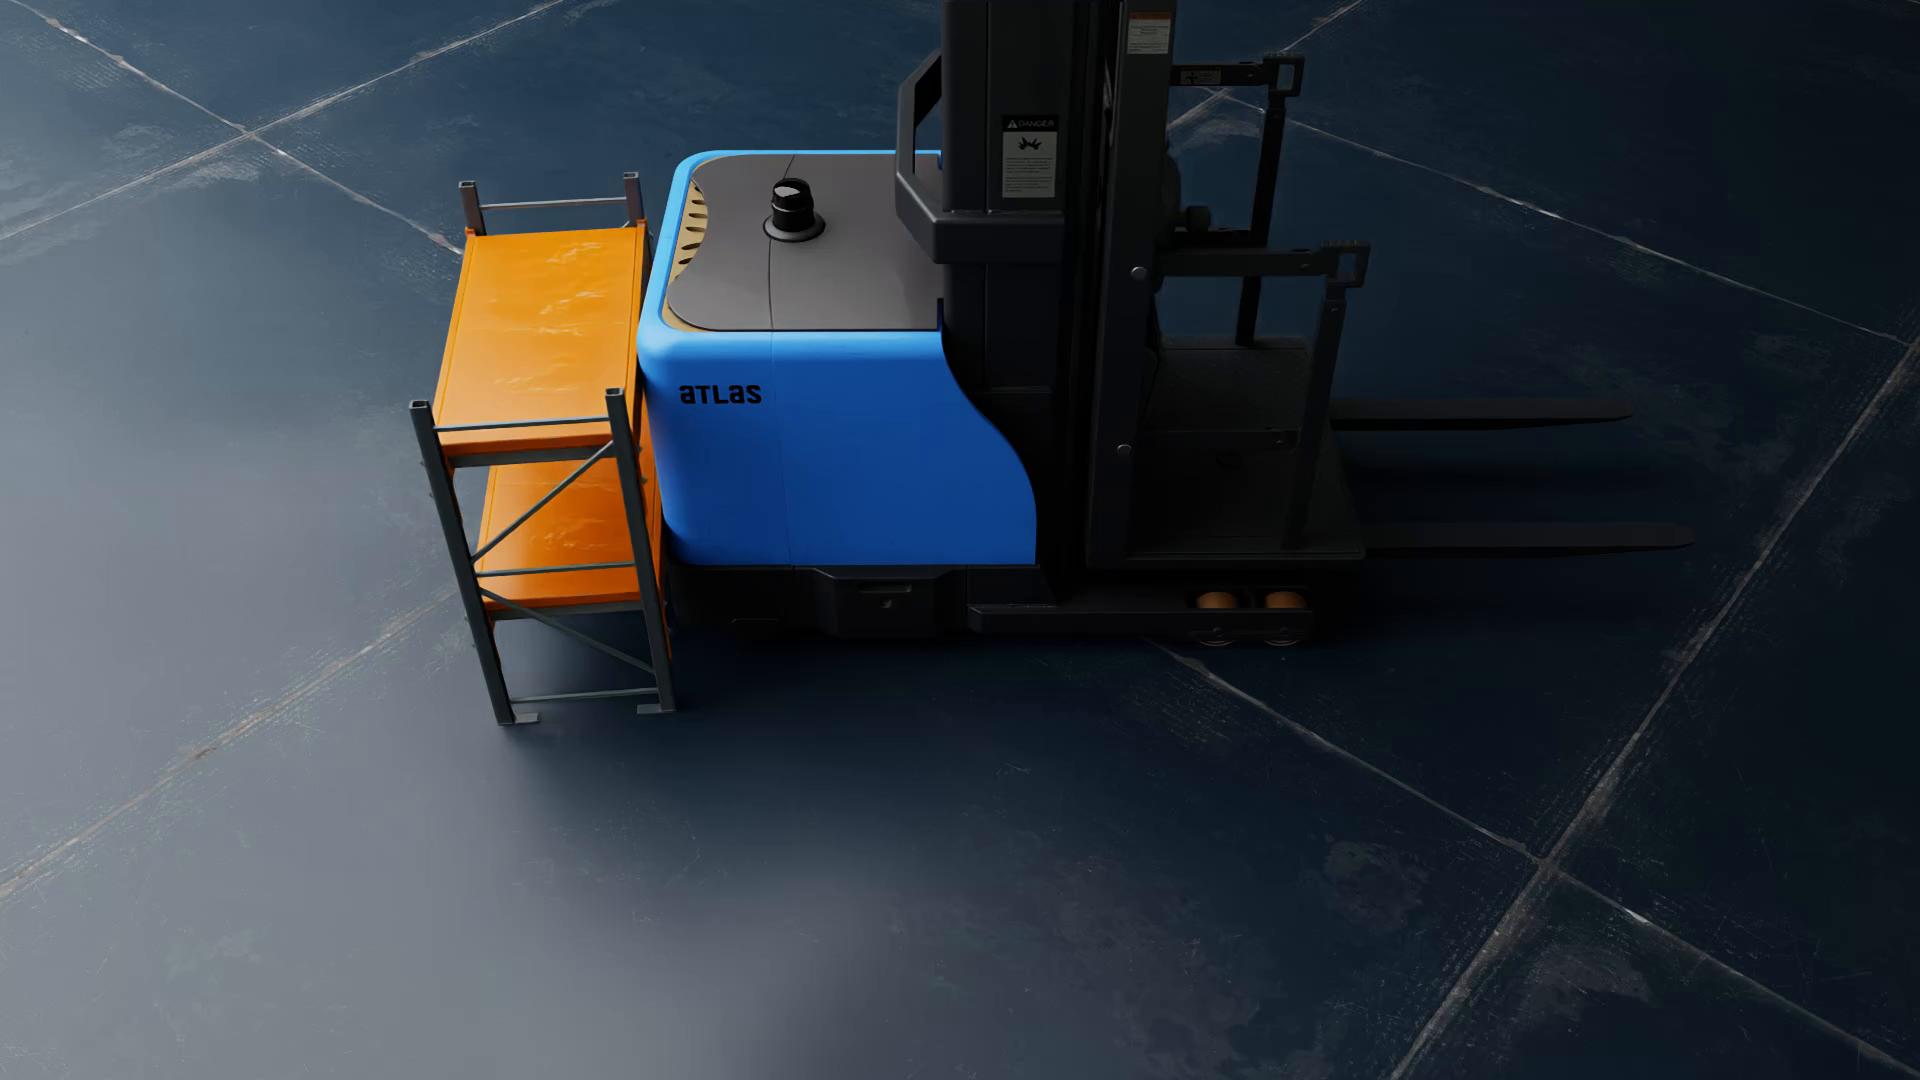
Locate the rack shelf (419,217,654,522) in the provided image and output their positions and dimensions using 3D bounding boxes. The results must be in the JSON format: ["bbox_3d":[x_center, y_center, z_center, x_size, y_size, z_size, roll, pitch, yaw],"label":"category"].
[{"bbox_3d":[-1.107,-0.479,4.505,0.538,0.278,1.000,-4,42,-5],"label":"rack shelf"}]

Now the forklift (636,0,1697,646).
[{"bbox_3d":[0.663,-1.131,4.315,3.031,2.935,1.130,0,42,0],"label":"forklift"}]

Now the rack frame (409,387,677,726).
[{"bbox_3d":[-1.053,0.078,4.328,0.500,1.125,0.032,-4,42,-5],"label":"rack frame"}]

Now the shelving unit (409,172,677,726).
[{"bbox_3d":[-1.107,-0.262,4.702,0.538,1.125,1.048,-4,42,-5],"label":"shelving unit"}]

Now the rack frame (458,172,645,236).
[{"bbox_3d":[-1.161,-0.602,5.076,0.500,1.125,0.032,-4,42,-5],"label":"rack frame"}]

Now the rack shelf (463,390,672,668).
[{"bbox_3d":[-1.107,-0.081,4.867,0.538,0.278,1.000,-4,42,-5],"label":"rack shelf"}]
